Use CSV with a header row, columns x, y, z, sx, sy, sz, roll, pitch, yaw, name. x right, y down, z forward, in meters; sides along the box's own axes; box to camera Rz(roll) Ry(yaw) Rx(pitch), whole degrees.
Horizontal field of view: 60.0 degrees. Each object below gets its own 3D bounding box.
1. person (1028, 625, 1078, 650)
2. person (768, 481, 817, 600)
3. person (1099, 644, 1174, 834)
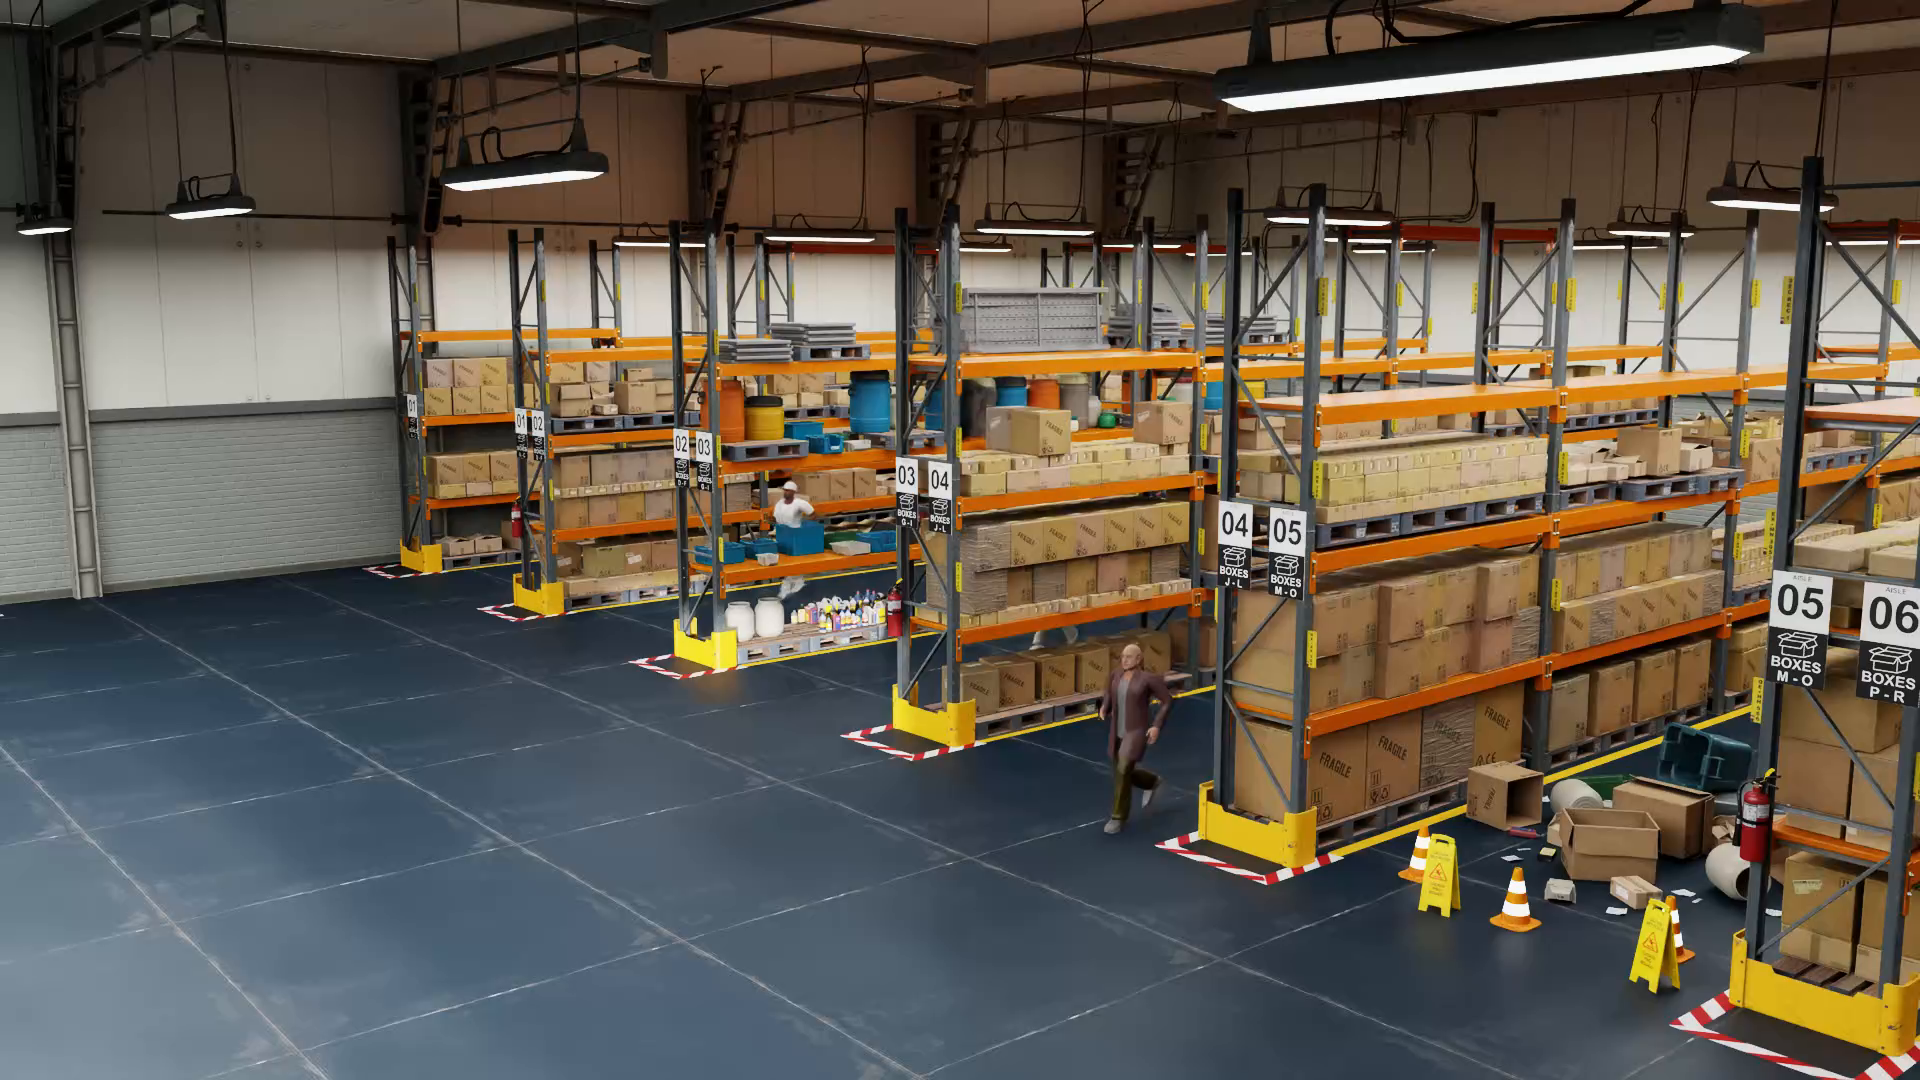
x,y,z,sx,sy,sz,roll,pitch,yaw,name
1.228,0.646,22.133,0.854,1.650,0.575,-8,12,-42,person
-2.682,-0.008,26.029,0.684,1.827,0.754,7,11,39,person
1.659,1.868,15.990,0.894,1.774,0.752,-8,12,-42,person
